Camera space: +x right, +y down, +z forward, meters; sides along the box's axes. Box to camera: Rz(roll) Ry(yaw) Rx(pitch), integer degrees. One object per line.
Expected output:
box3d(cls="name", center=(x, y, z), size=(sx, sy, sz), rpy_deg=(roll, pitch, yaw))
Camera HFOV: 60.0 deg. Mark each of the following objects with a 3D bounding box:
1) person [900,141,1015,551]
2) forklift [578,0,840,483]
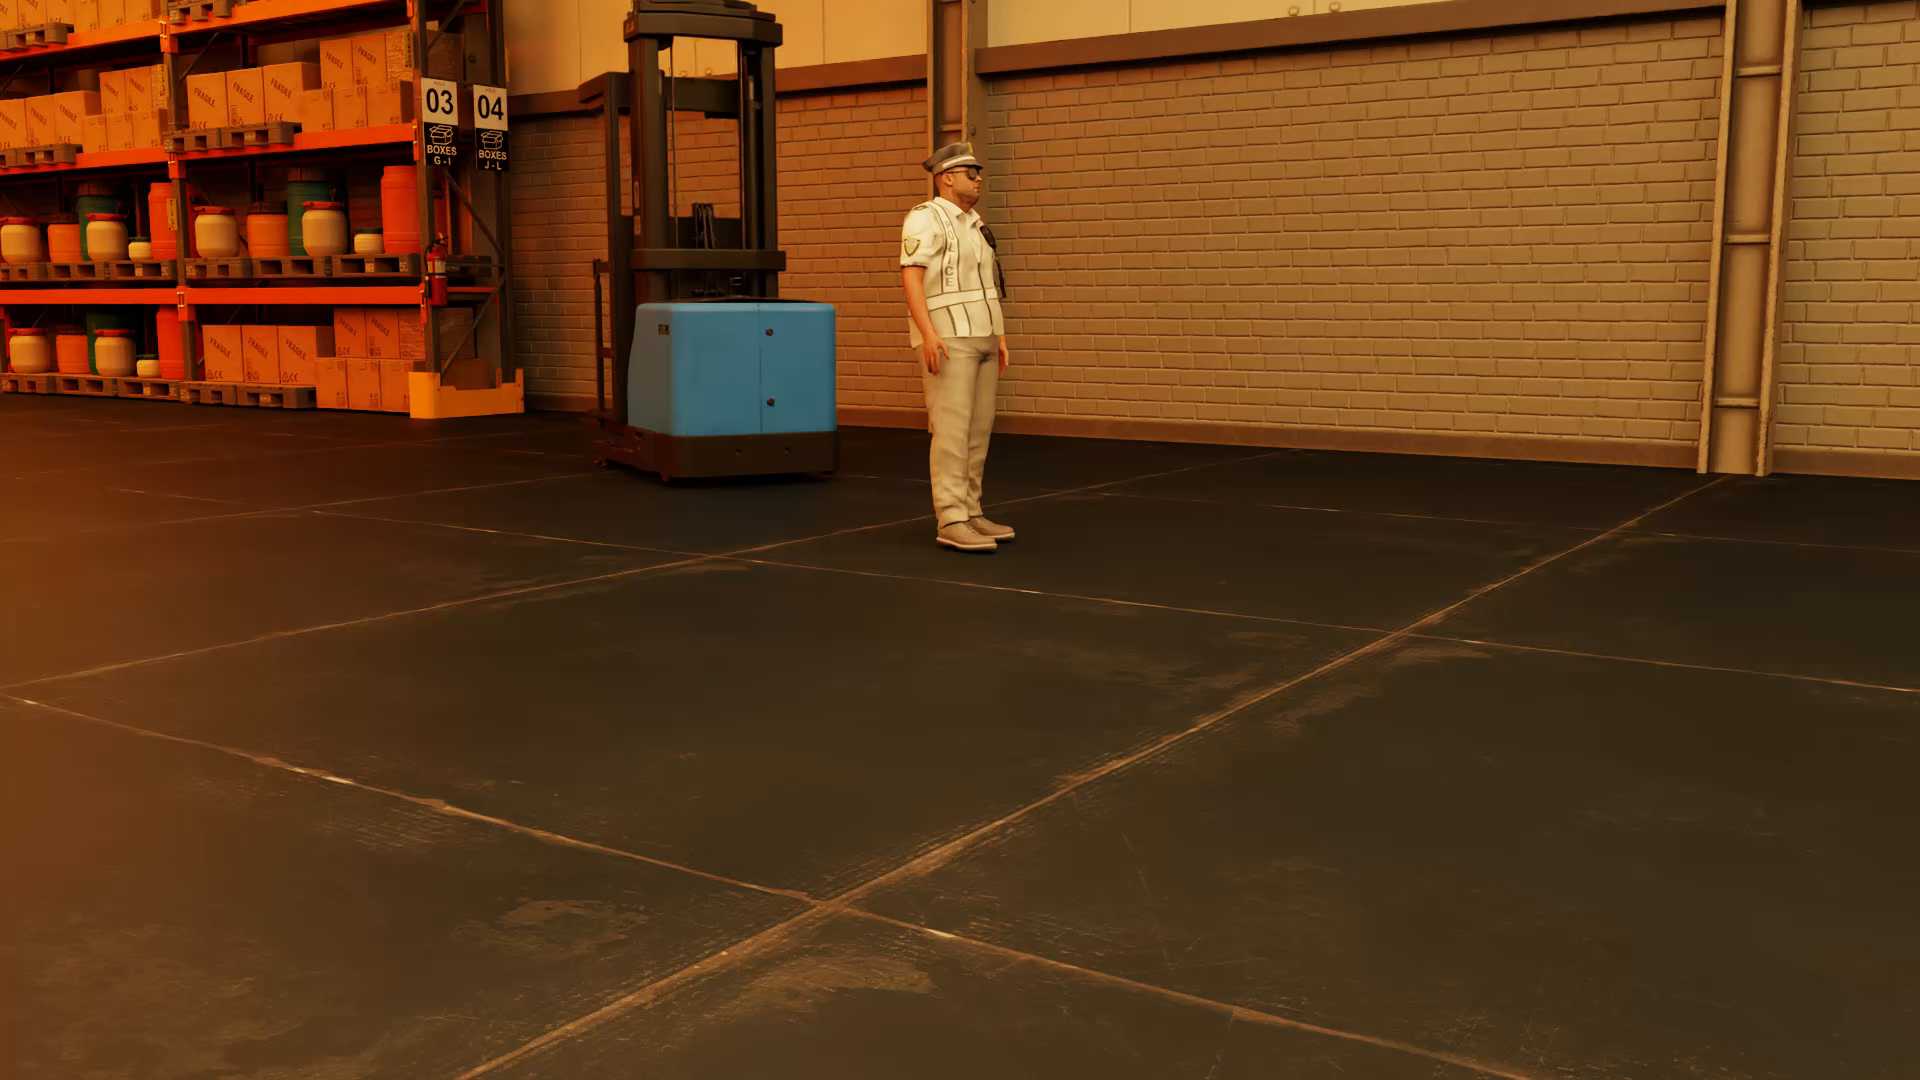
box3d(cls="person", center=(0.058, -0.881, 7.424), size=(0.574, 1.778, 0.641), rpy_deg=(5, 10, 34))
box3d(cls="forklift", center=(-1.838, -1.957, 10.952), size=(1.130, 2.935, 3.031), rpy_deg=(-4, 9, -26))
